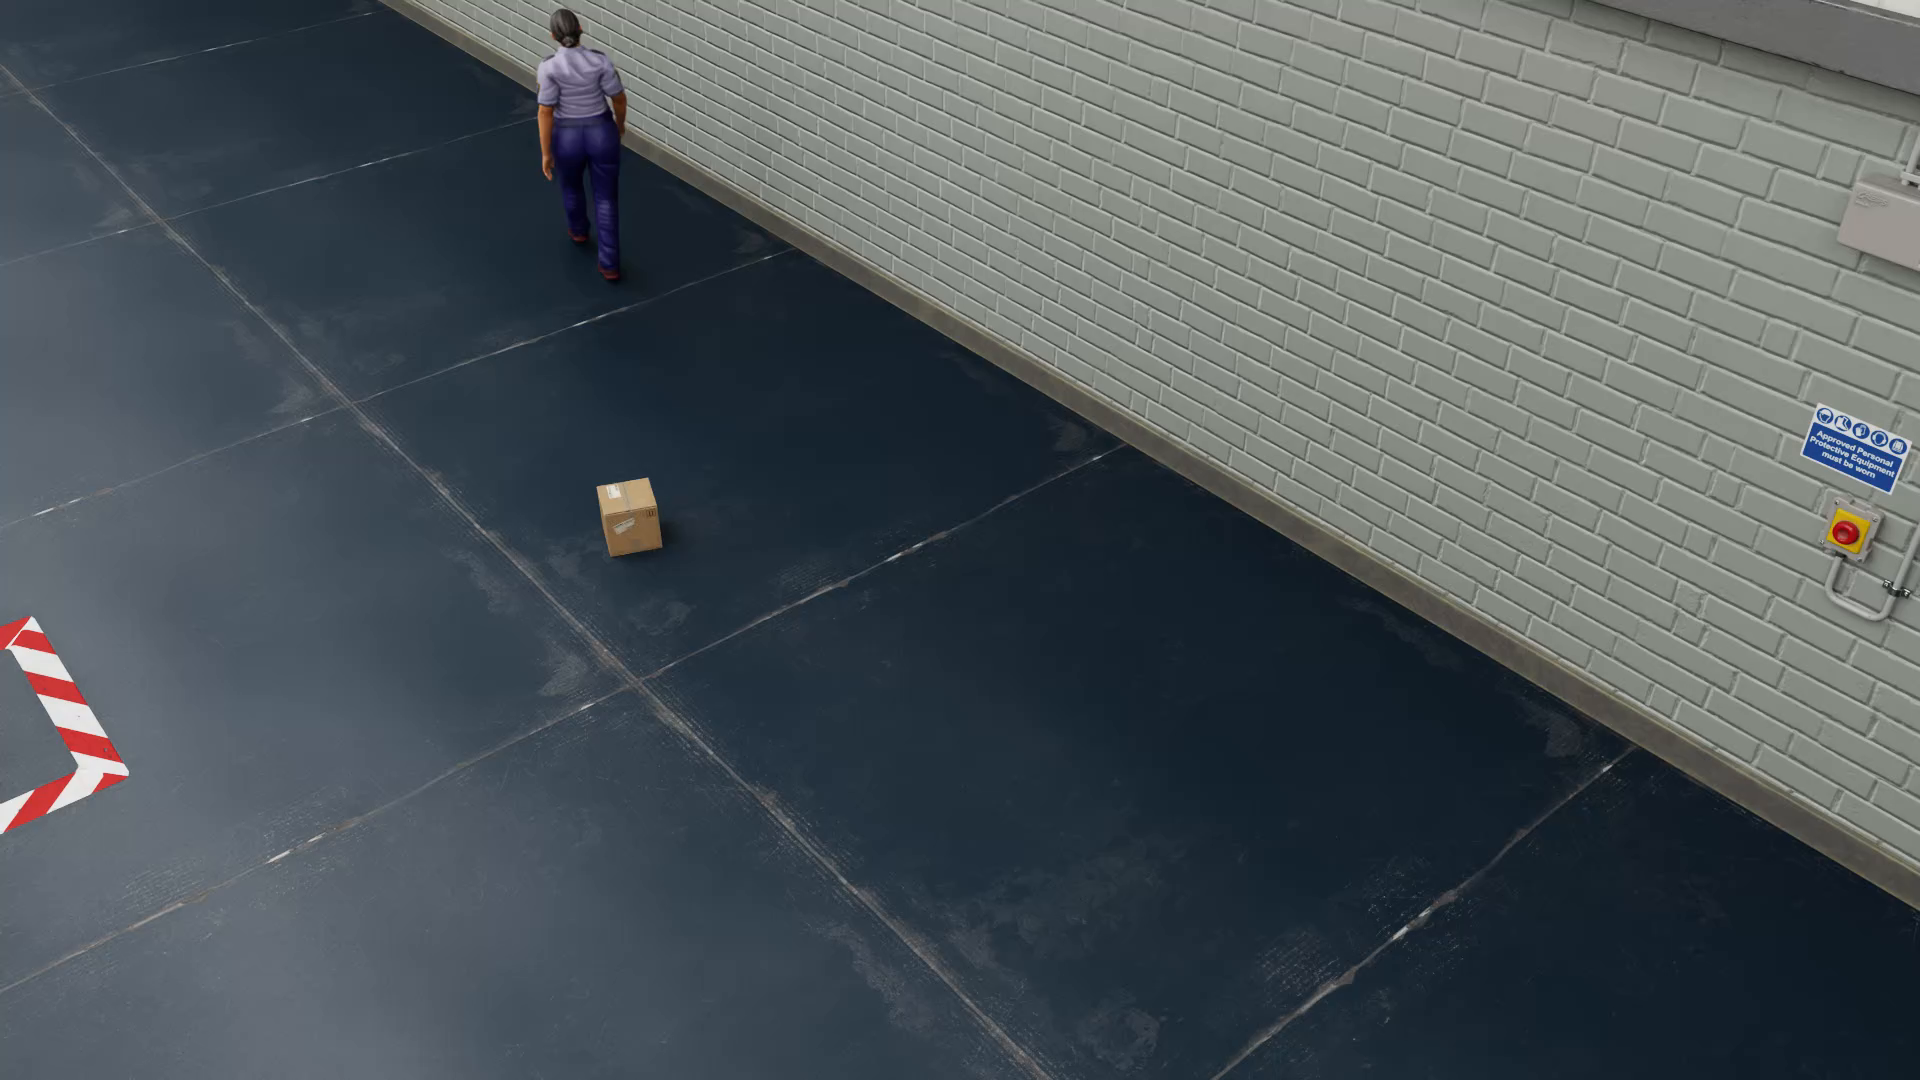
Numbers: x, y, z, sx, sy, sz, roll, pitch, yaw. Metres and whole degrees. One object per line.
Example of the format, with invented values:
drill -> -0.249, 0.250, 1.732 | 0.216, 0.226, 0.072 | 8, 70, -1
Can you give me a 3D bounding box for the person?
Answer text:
person -> -2.251, -2.451, 10.013 | 0.529, 1.624, 0.814 | -6, 37, -9
